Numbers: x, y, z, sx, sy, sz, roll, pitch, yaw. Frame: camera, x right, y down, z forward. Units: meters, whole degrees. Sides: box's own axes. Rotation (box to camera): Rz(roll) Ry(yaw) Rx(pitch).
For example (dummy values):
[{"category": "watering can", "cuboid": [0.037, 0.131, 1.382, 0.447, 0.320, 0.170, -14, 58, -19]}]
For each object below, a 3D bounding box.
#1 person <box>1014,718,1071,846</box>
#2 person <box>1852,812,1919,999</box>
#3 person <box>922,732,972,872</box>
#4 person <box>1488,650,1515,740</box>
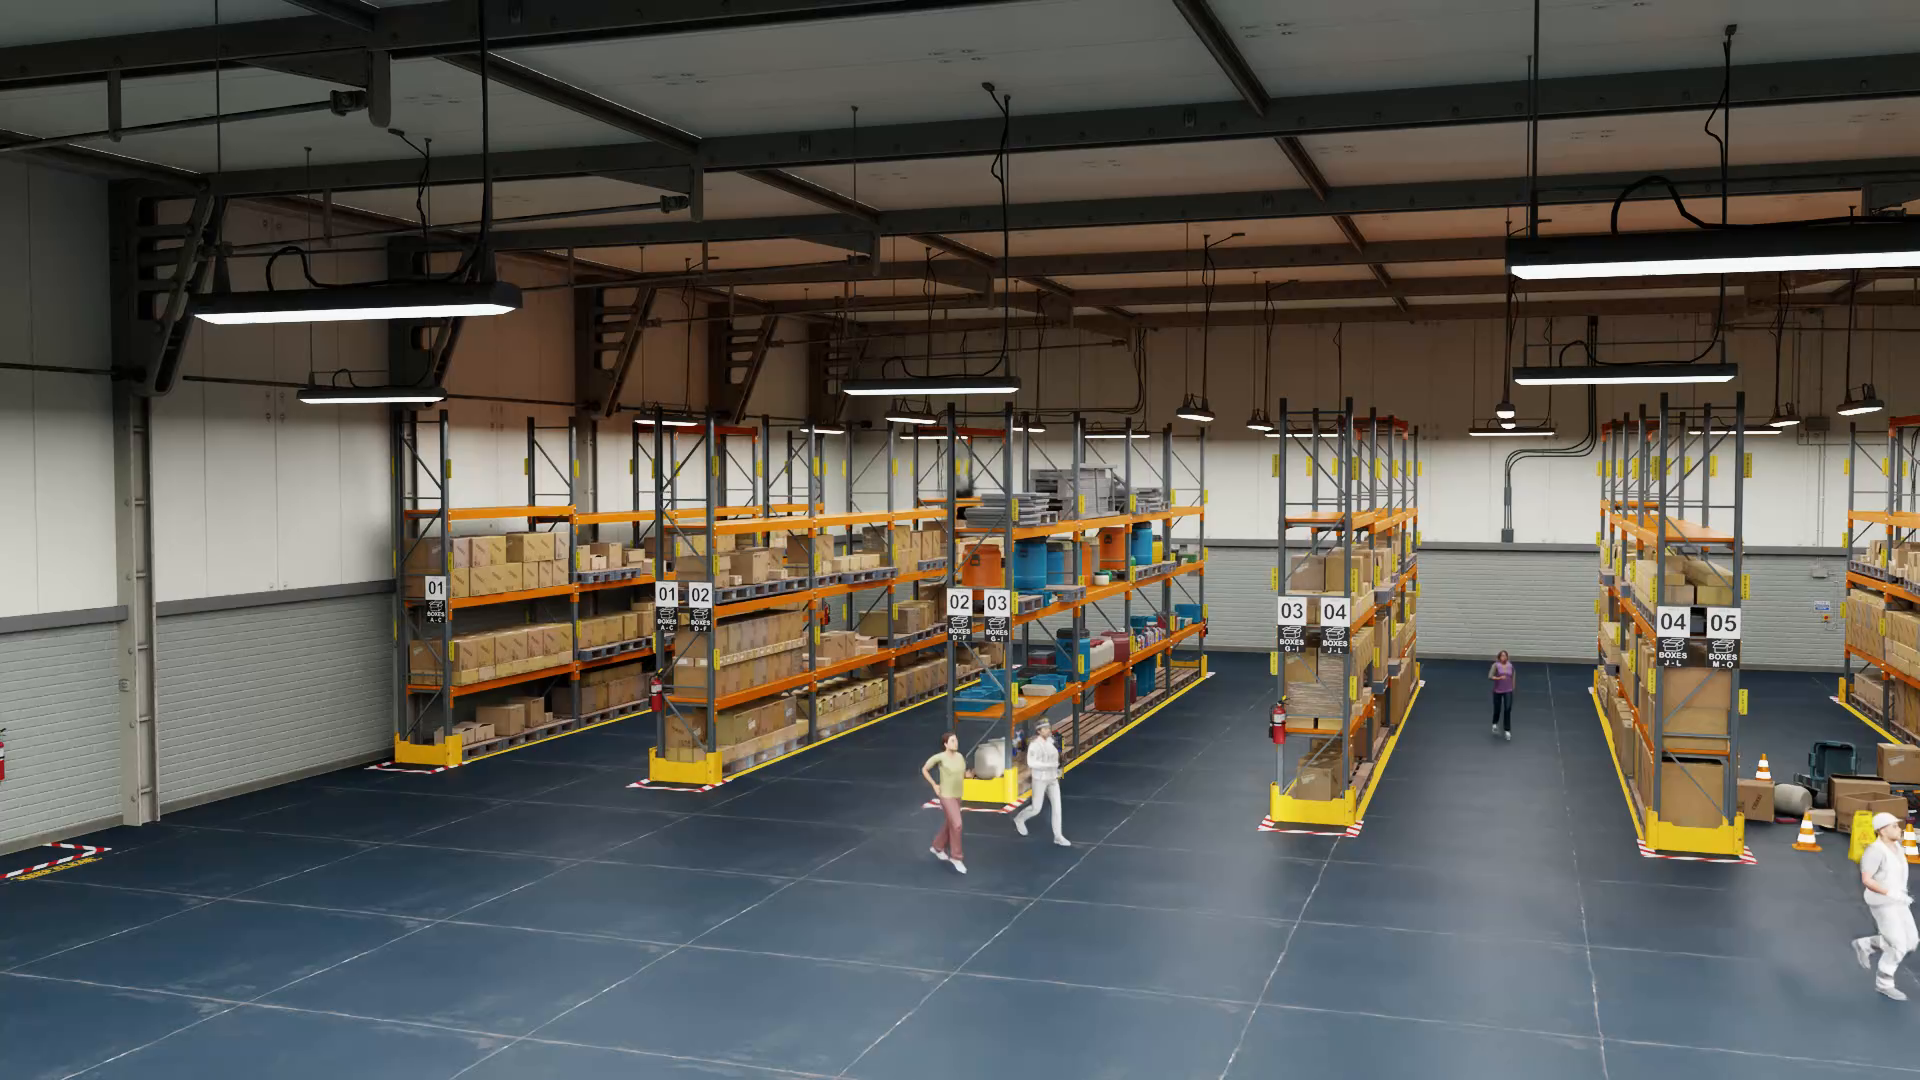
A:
[{"category": "person", "cuboid": [1.164, 3.189, 22.199, 0.501, 1.665, 0.920, -2, 3, -41]}, {"category": "person", "cuboid": [8.794, 3.458, 15.830, 0.692, 1.743, 0.630, -2, 3, -38]}, {"category": "person", "cuboid": [-0.134, 3.315, 20.905, 0.729, 1.619, 0.563, 2, 3, 44]}, {"category": "person", "cuboid": [10.101, 2.855, 31.010, 0.544, 1.631, 0.794, 0, 2, 6]}]
